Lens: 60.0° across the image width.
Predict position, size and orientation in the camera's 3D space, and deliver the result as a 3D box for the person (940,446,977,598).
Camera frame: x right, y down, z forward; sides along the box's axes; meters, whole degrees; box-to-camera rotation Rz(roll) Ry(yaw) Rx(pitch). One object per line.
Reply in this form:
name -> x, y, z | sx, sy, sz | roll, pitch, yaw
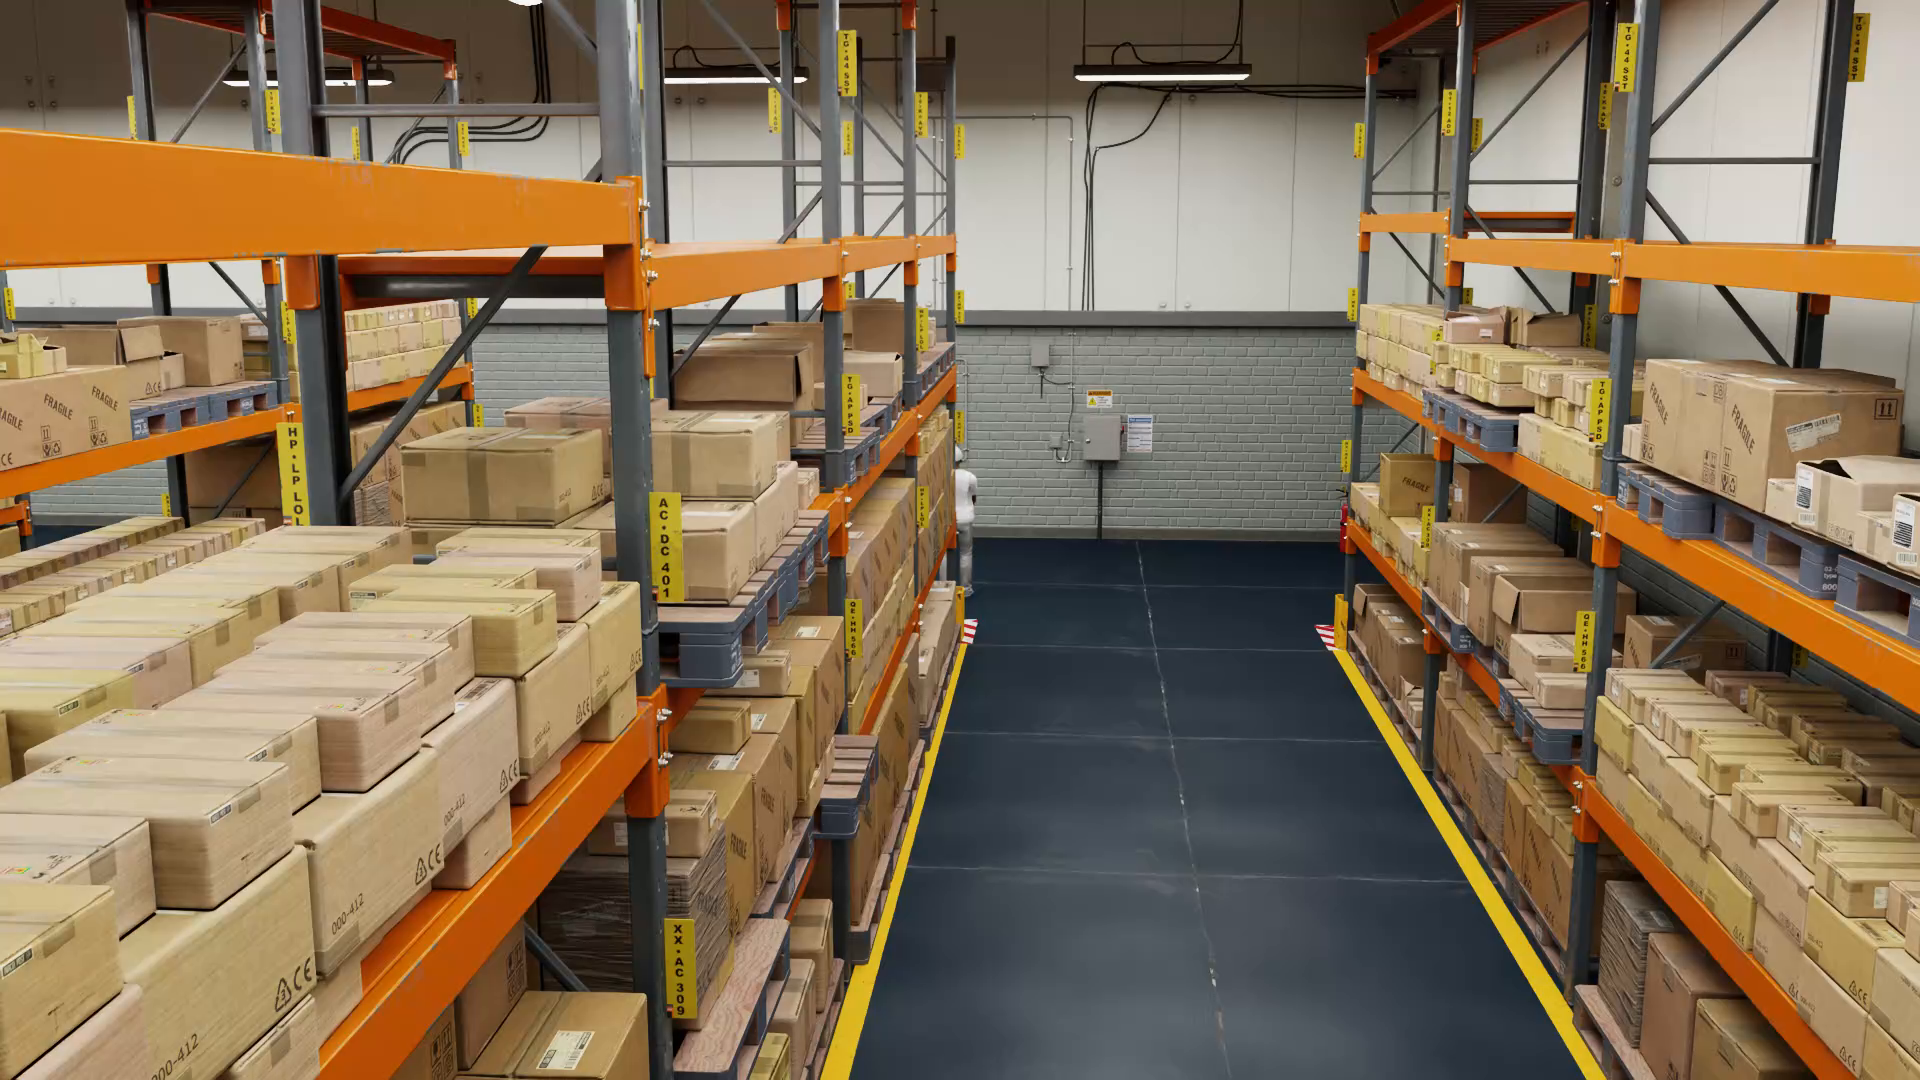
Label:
person -> -0.054, -0.230, 19.084 | 0.510, 1.767, 0.575 | 1, 11, 4
